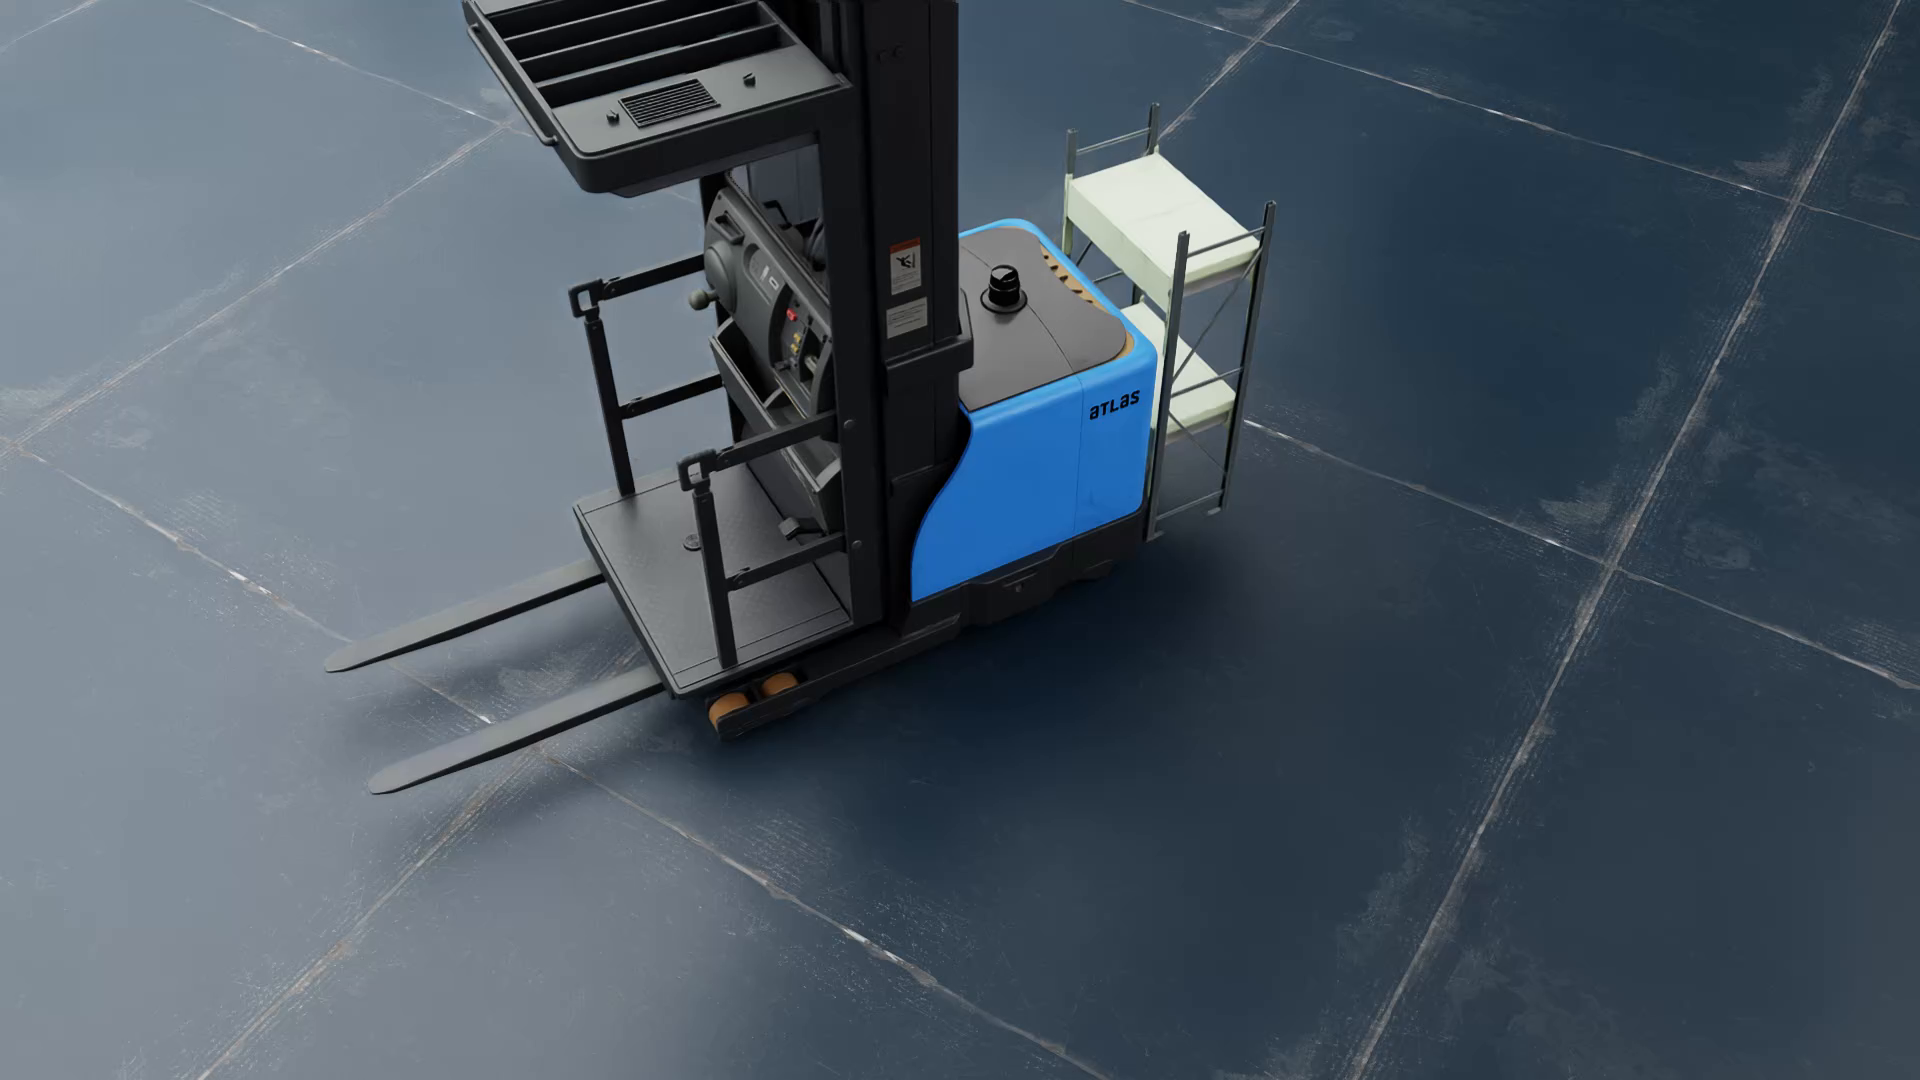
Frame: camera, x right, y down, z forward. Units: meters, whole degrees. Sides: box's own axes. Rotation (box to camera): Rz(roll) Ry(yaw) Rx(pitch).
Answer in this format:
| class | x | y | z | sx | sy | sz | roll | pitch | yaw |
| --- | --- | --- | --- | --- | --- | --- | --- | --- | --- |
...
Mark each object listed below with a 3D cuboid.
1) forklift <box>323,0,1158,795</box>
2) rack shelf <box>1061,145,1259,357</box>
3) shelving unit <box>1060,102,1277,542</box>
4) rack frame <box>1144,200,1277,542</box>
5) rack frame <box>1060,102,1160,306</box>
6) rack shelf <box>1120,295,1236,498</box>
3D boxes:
| class | x | y | z | sx | sy | sz | roll | pitch | yaw |
| --- | --- | --- | --- | --- | --- | --- | --- | --- | --- |
| forklift | -0.818 | -0.741 | 5.426 | 3.031 | 2.935 | 1.130 | -22 | 50 | -20 |
| rack shelf | 0.750 | -1.091 | 6.220 | 0.431 | 0.370 | 0.720 | -22 | 50 | -20 |
| shelving unit | 0.750 | -0.819 | 6.500 | 0.431 | 1.500 | 0.755 | -22 | 50 | -20 |
| rack frame | 0.926 | -0.589 | 6.277 | 0.400 | 1.500 | 0.023 | -22 | 50 | -20 |
| rack frame | 0.573 | -1.049 | 6.723 | 0.400 | 1.500 | 0.023 | -22 | 50 | -20 |
| rack shelf | 0.750 | -0.592 | 6.734 | 0.431 | 0.370 | 0.720 | -22 | 50 | -20 |
